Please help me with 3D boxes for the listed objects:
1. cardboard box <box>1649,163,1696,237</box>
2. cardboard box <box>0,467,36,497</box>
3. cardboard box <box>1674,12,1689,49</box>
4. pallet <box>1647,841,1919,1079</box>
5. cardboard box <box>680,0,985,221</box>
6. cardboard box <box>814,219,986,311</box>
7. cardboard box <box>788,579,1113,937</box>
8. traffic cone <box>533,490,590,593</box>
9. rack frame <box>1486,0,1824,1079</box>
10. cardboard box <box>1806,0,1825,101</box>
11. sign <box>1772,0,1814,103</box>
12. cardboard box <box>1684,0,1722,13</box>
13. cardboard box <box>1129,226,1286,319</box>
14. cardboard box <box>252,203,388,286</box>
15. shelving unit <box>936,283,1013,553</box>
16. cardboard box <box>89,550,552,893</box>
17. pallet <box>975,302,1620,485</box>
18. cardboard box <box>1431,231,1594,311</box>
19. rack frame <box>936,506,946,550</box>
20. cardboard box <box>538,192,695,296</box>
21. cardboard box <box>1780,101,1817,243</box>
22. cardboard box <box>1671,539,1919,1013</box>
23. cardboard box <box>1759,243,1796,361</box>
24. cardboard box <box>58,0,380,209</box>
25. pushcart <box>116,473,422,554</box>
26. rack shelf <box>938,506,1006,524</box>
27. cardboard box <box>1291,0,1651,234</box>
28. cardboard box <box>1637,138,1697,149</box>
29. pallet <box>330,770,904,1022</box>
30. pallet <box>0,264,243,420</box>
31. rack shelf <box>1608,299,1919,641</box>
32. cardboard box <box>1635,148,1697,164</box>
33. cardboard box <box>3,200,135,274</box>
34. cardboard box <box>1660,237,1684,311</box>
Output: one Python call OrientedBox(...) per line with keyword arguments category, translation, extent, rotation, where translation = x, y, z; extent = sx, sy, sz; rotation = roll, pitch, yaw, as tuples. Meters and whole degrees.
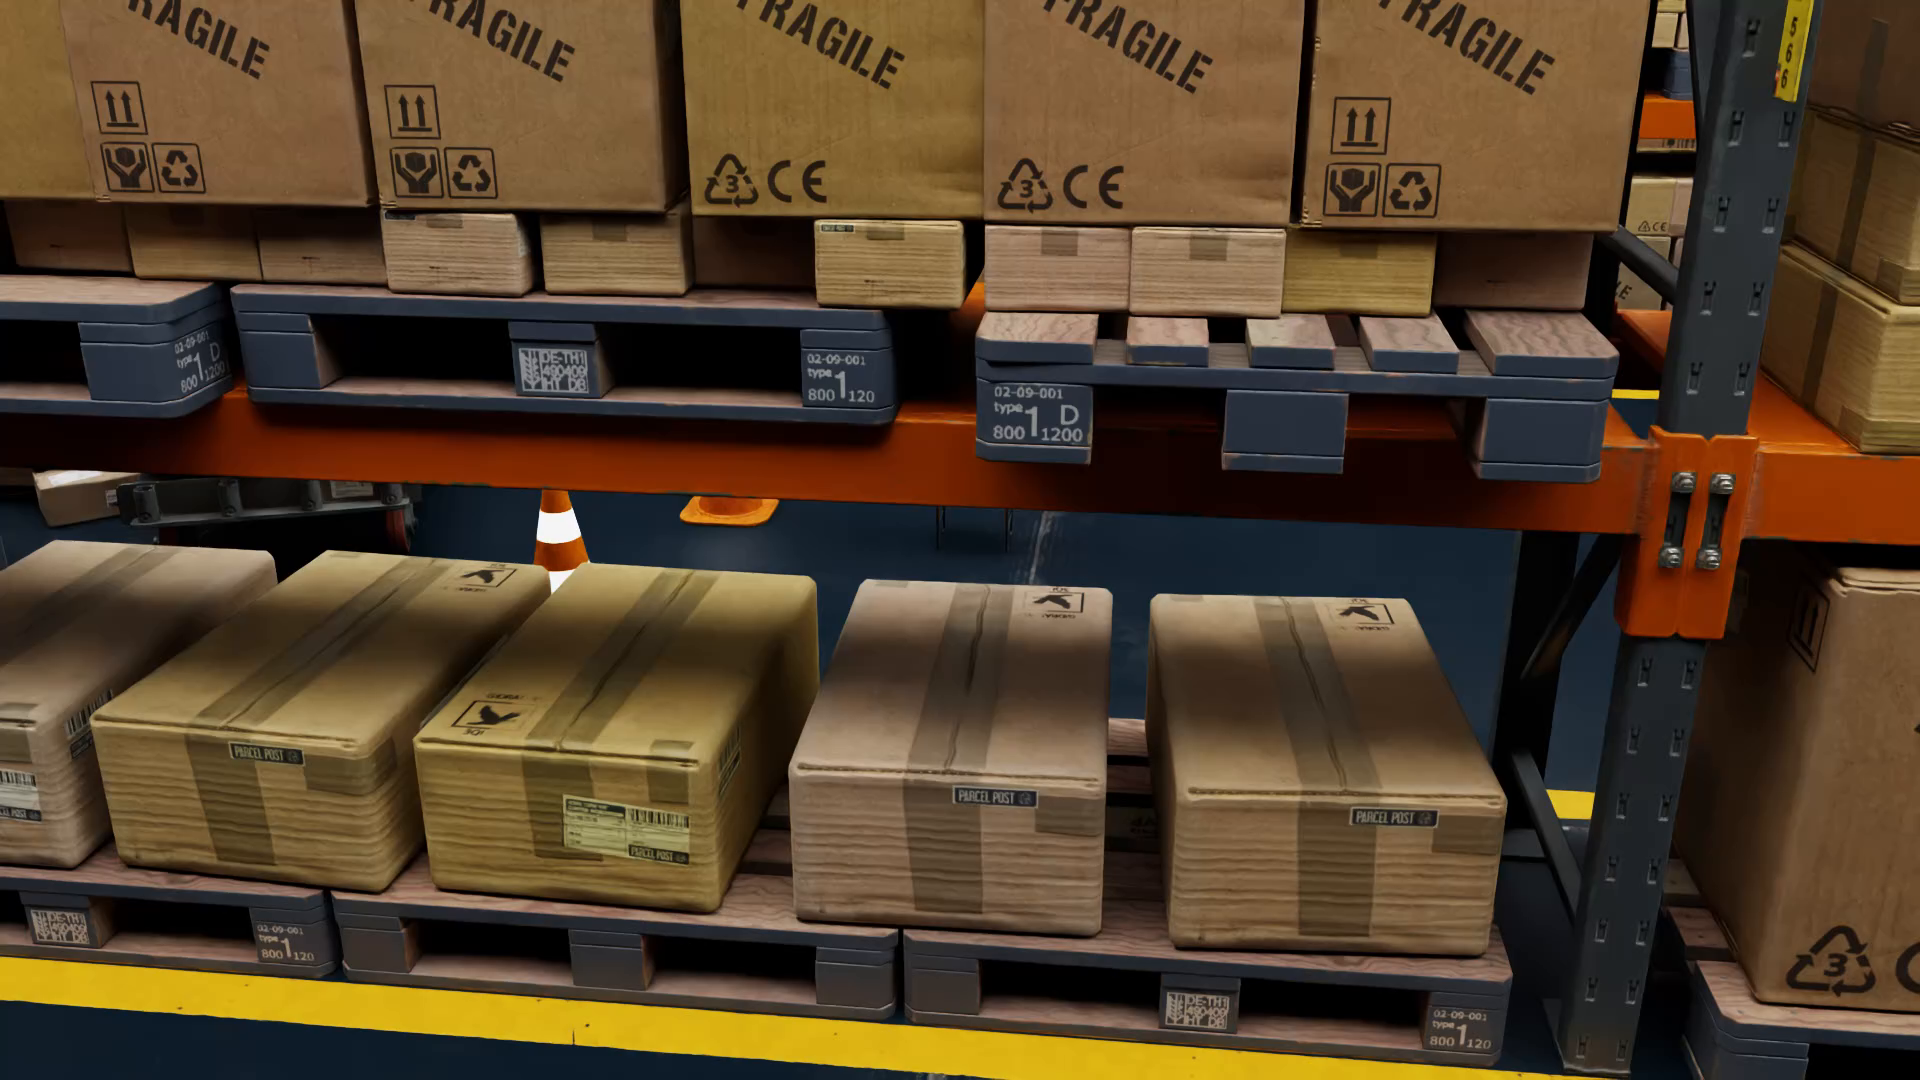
OrientedBox(category="cardboard box", translation=(3.443, -1.549, 7.587), extent=(0.500, 0.250, 0.500), rotation=(3, 22, 7))
OrientedBox(category="cardboard box", translation=(-3.661, -0.581, 6.541), extent=(0.503, 0.637, 0.797), rotation=(2, 22, 6))
OrientedBox(category="cardboard box", translation=(3.281, -2.274, 7.383), extent=(0.250, 0.149, 0.380), rotation=(3, 22, 8))
OrientedBox(category="pallet", translation=(2.085, 0.836, 3.537), extent=(1.213, 0.211, 1.003), rotation=(2, 22, 6))
OrientedBox(category="cardboard box", translation=(-0.189, -0.860, 2.923), extent=(0.500, 0.500, 0.500), rotation=(1, 22, 3))
OrientedBox(category="cardboard box", translation=(-0.096, -0.529, 2.969), extent=(0.250, 0.149, 0.380), rotation=(3, 22, 7))
OrientedBox(category="cardboard box", translation=(0.017, 0.448, 3.730), extent=(0.625, 0.372, 0.950), rotation=(2, 22, 5))
OrientedBox(category="traffic cone", translation=(-1.265, 0.027, 5.241), extent=(0.334, 0.463, 0.336), rotation=(2, 22, 6))
OrientedBox(category="rack frame", translation=(1.311, -0.522, 3.180), extent=(0.127, 3.000, 1.000), rotation=(2, 22, 6))
OrientedBox(category="cardboard box", translation=(1.855, -1.107, 3.163), extent=(0.500, 0.500, 0.500), rotation=(2, 22, 5))
OrientedBox(category="sign", translation=(1.257, -0.825, 2.480), extent=(0.005, 0.325, 0.100), rotation=(2, 22, 6))
OrientedBox(category="cardboard box", translation=(3.282, -2.413, 7.329), extent=(0.250, 0.149, 0.380), rotation=(3, 22, 6))
OrientedBox(category="cardboard box", translation=(0.428, -0.508, 2.916), extent=(0.250, 0.149, 0.380), rotation=(2, 22, 6))
OrientedBox(category="cardboard box", translation=(-1.116, -0.598, 3.143), extent=(0.250, 0.149, 0.380), rotation=(3, 22, 7))
OrientedBox(category="shelving unit", translation=(0.053, -0.486, 5.741), extent=(0.252, 1.050, 0.215), rotation=(2, 22, 6))
OrientedBox(category="cardboard box", translation=(-1.426, 0.383, 3.893), extent=(0.625, 0.372, 0.950), rotation=(4, 22, 10))
OrientedBox(category="pallet", translation=(0.591, -0.425, 3.195), extent=(1.003, 0.211, 1.213), rotation=(2, 22, 6))
OrientedBox(category="cardboard box", translation=(0.958, -0.529, 2.968), extent=(0.250, 0.149, 0.380), rotation=(3, 22, 8))
OrientedBox(category="rack frame", translation=(-0.068, -0.491, 5.754), extent=(0.008, 1.050, 0.200), rotation=(2, 22, 6))
OrientedBox(category="cardboard box", translation=(-0.590, -0.567, 3.064), extent=(0.250, 0.149, 0.380), rotation=(2, 22, 5))
OrientedBox(category="cardboard box", translation=(1.822, -0.756, 3.297), extent=(0.500, 0.250, 0.500), rotation=(2, 22, 6))
OrientedBox(category="cardboard box", translation=(1.987, 0.331, 3.341), extent=(0.875, 0.875, 0.875), rotation=(2, 22, 6))
OrientedBox(category="cardboard box", translation=(1.844, -0.525, 3.392), extent=(0.500, 0.250, 0.500), rotation=(2, 22, 4))
OrientedBox(category="cardboard box", translation=(-1.242, -0.902, 3.030), extent=(0.500, 0.500, 0.500), rotation=(2, 22, 6))
OrientedBox(category="pushcart", translation=(-2.442, -0.310, 6.211), extent=(0.936, 0.377, 1.648), rotation=(-5, 22, -12))
OrientedBox(category="rack shelf", translation=(0.053, -0.218, 5.847), extent=(0.240, 0.259, 0.215), rotation=(2, 22, 6))
OrientedBox(category="cardboard box", translation=(0.827, -0.820, 2.823), extent=(0.500, 0.500, 0.500), rotation=(2, 22, 5))
OrientedBox(category="cardboard box", translation=(4.924, -3.233, 12.356), extent=(0.875, 0.875, 1.225), rotation=(2, 22, 4))
OrientedBox(category="pallet", translation=(-0.673, 0.687, 3.916), extent=(1.213, 0.211, 1.003), rotation=(2, 22, 6))
OrientedBox(category="pallet", translation=(-1.919, -0.520, 3.435), extent=(1.213, 0.211, 1.003), rotation=(2, 22, 6))
OrientedBox(category="rack shelf", translation=(3.297, -0.101, 3.094), extent=(4.000, 0.370, 1.077), rotation=(2, 22, 6))
OrientedBox(category="cardboard box", translation=(3.509, -1.736, 8.059), extent=(0.500, 0.250, 0.500), rotation=(3, 22, 8))
OrientedBox(category="cardboard box", translation=(-1.612, -0.636, 3.239), extent=(0.250, 0.149, 0.380), rotation=(4, 22, 10))
OrientedBox(category="cardboard box", translation=(3.476, -1.202, 7.728), extent=(0.500, 0.500, 0.500), rotation=(2, 22, 5))
